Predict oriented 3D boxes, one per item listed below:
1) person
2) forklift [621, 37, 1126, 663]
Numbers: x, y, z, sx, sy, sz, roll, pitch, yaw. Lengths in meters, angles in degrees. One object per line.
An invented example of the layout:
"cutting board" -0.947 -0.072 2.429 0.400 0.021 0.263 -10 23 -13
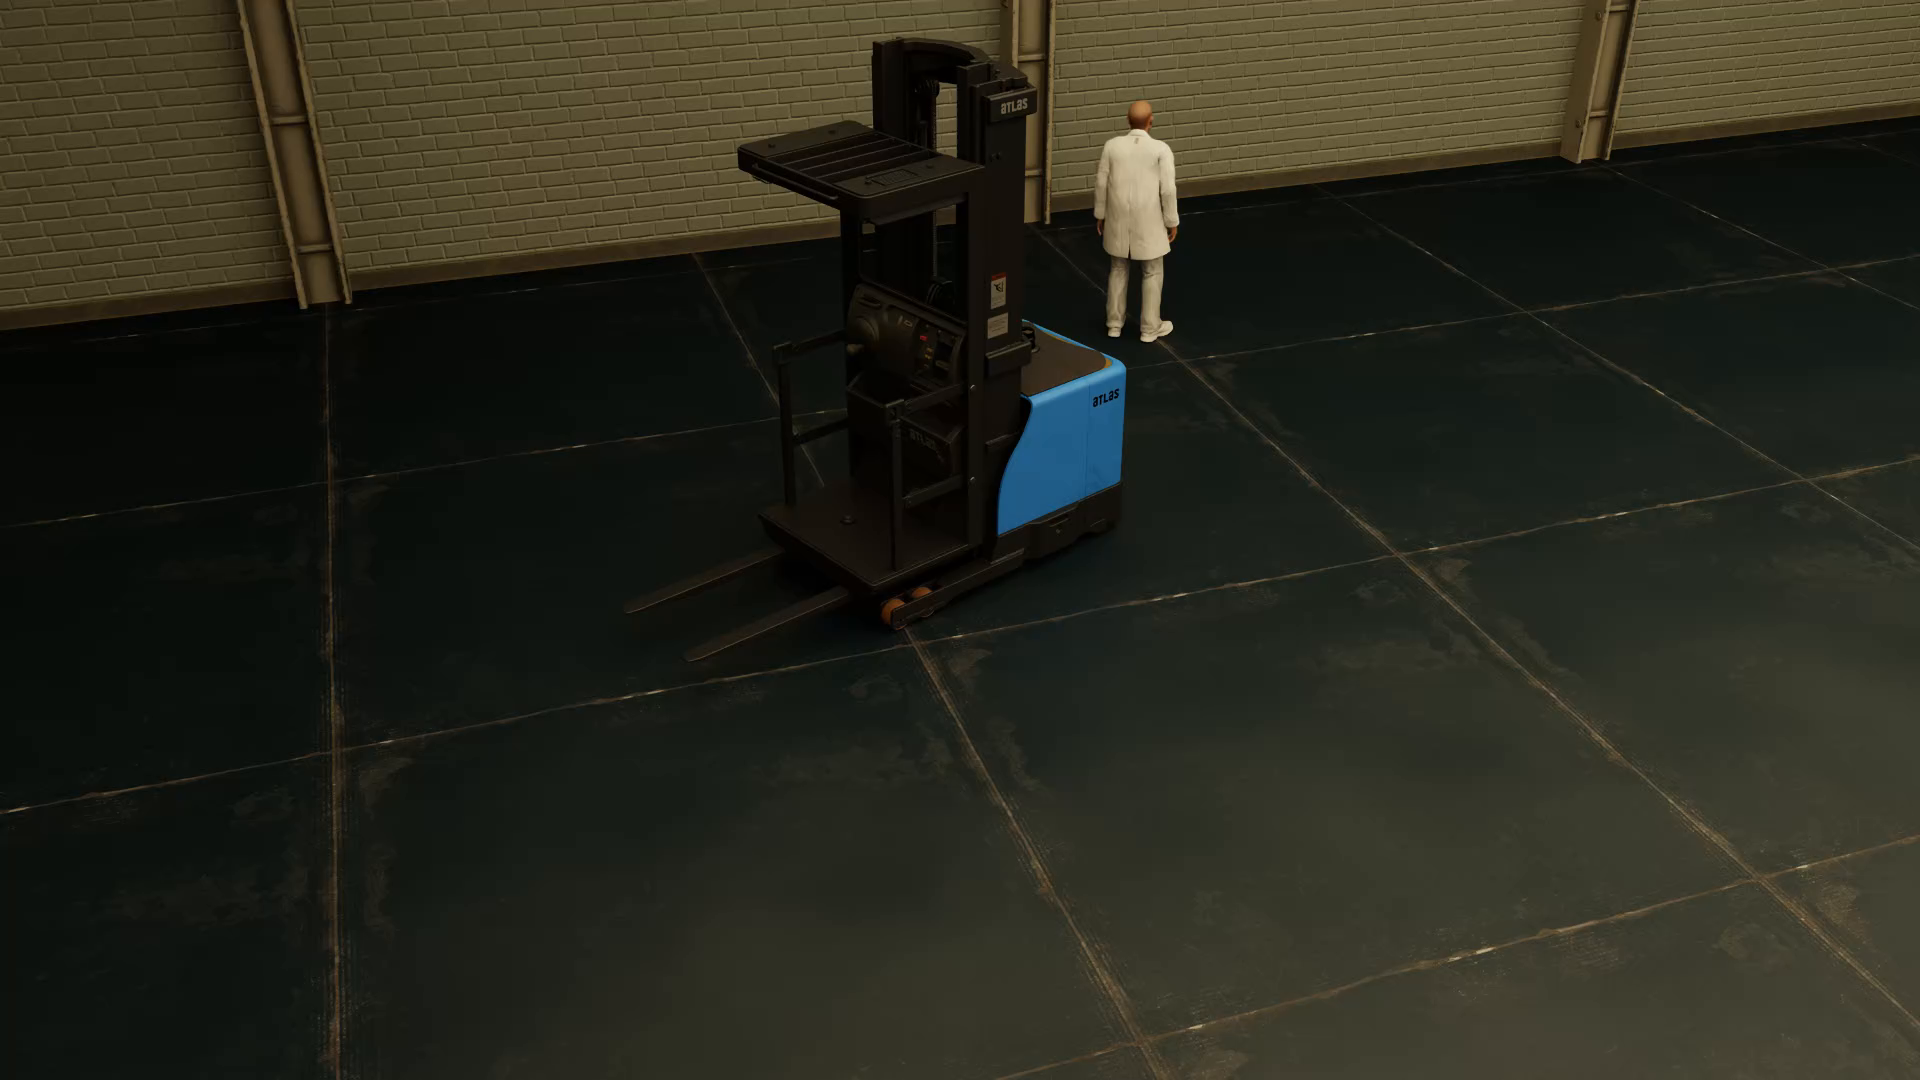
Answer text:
"person" 1.307 -2.365 12.357 0.655 1.774 0.423 12 32 19
"forklift" -0.461 -1.072 8.951 3.031 2.935 1.130 -23 37 -34
